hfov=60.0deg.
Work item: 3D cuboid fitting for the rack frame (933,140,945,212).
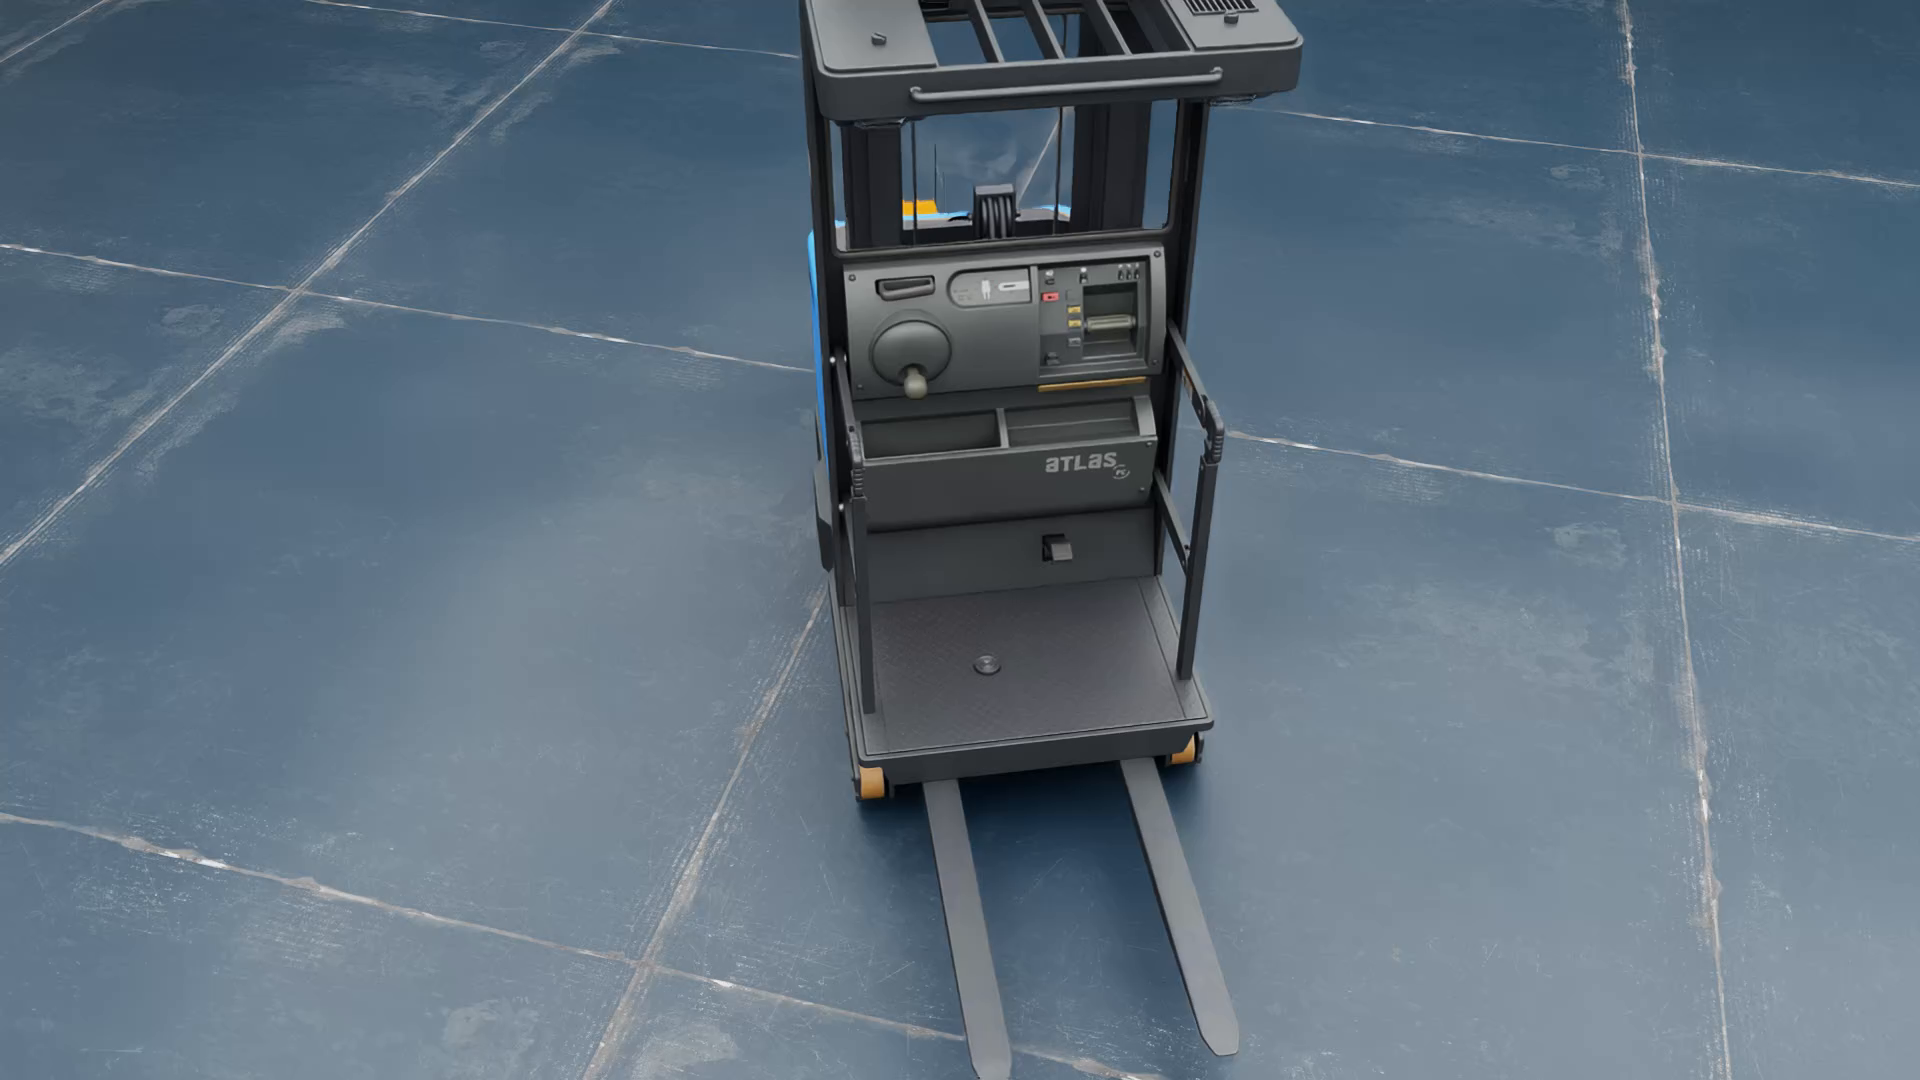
[{"bbox_3d":[-0.076,-0.944,6.441,0.006,1.200,0.240,-6,40,-8],"label":"rack frame"}]

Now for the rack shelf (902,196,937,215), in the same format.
[{"bbox_3d":[-0.166,-1.175,6.226,0.180,0.103,0.258,-6,40,-8],"label":"rack shelf"}]

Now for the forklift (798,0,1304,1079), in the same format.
[{"bbox_3d":[0.169,-0.550,4.626,1.130,2.935,3.031,-6,40,-7],"label":"forklift"}]

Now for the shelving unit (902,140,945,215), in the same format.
[{"bbox_3d":[-0.166,-0.933,6.429,0.189,1.200,0.258,-6,40,-8],"label":"shelving unit"}]
